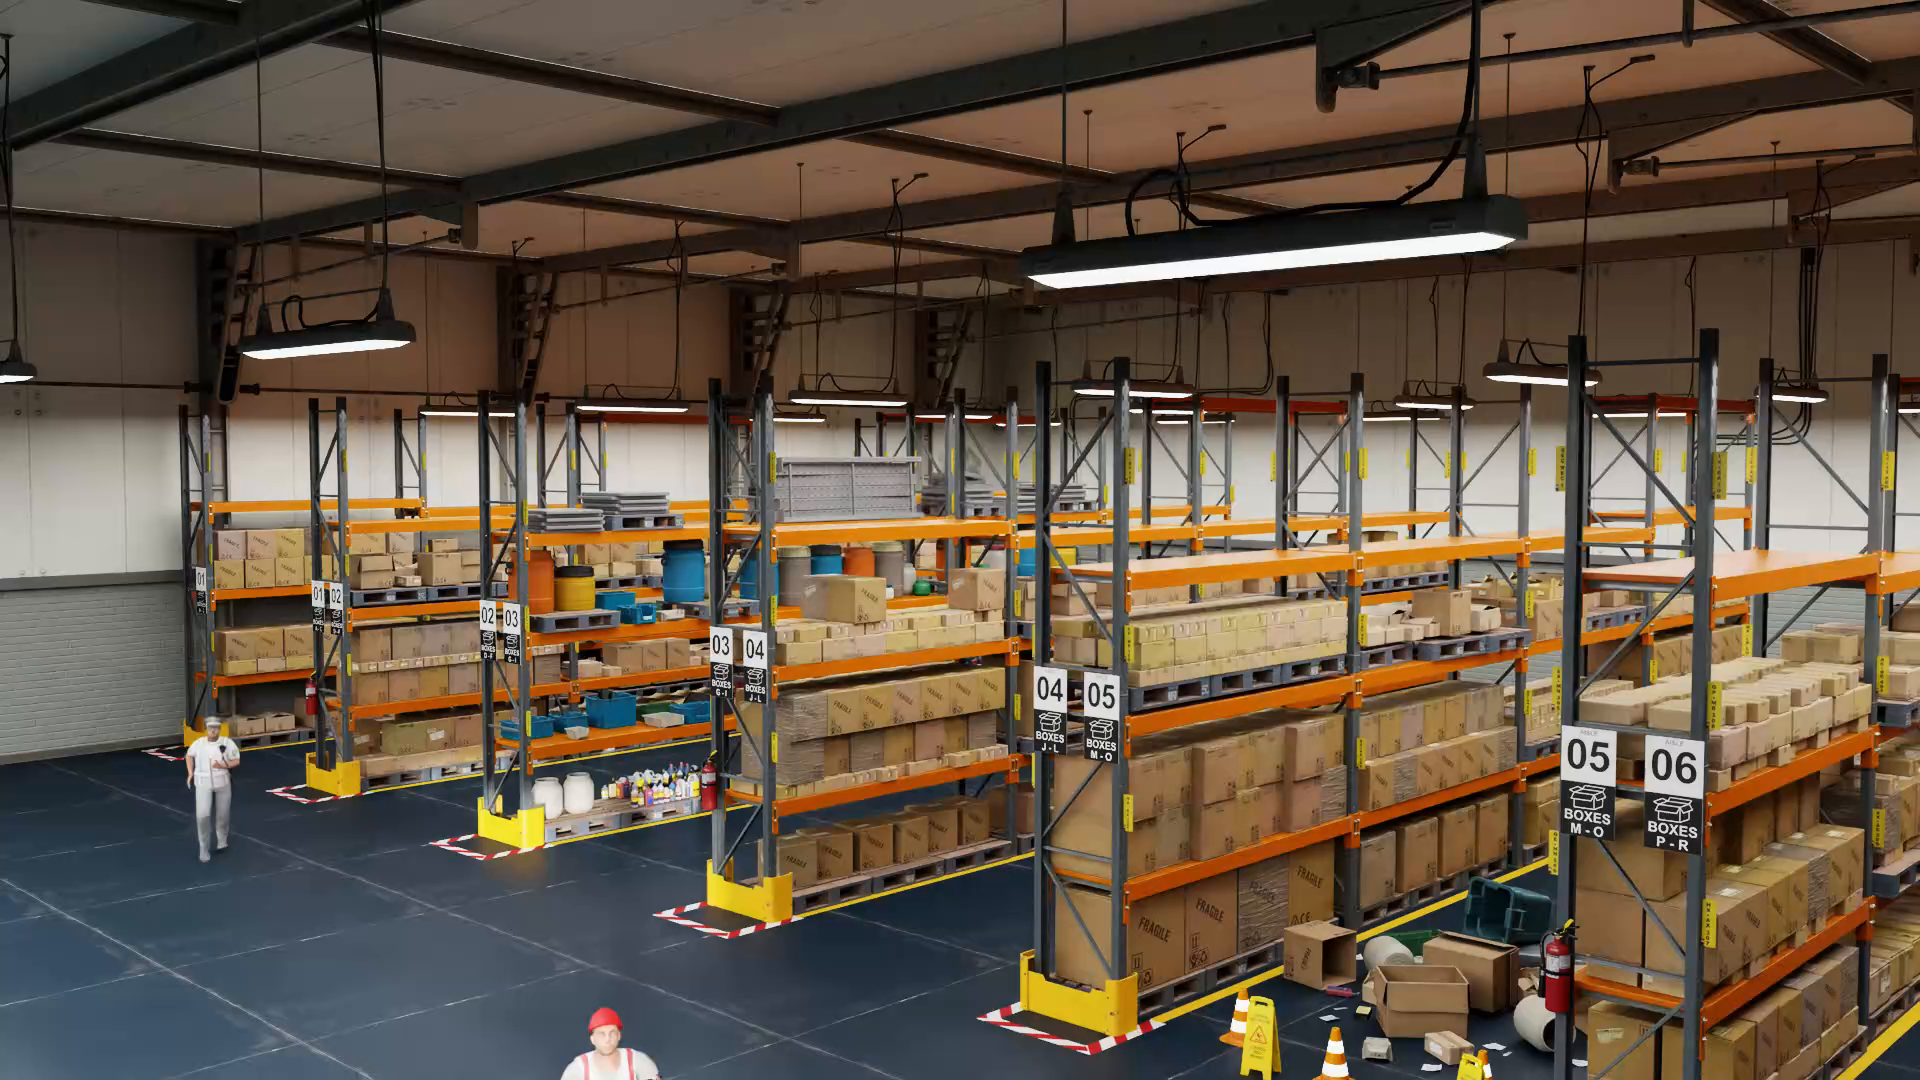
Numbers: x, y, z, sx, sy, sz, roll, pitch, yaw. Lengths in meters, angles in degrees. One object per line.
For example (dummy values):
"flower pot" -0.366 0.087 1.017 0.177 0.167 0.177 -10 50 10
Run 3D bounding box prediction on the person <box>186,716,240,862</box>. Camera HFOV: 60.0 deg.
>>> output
"person" -9.539 3.169 21.249 0.633 1.853 0.761 -1 3 -23

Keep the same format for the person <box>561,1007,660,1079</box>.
"person" -2.118 3.739 10.103 0.639 1.756 0.609 -1 3 -14
